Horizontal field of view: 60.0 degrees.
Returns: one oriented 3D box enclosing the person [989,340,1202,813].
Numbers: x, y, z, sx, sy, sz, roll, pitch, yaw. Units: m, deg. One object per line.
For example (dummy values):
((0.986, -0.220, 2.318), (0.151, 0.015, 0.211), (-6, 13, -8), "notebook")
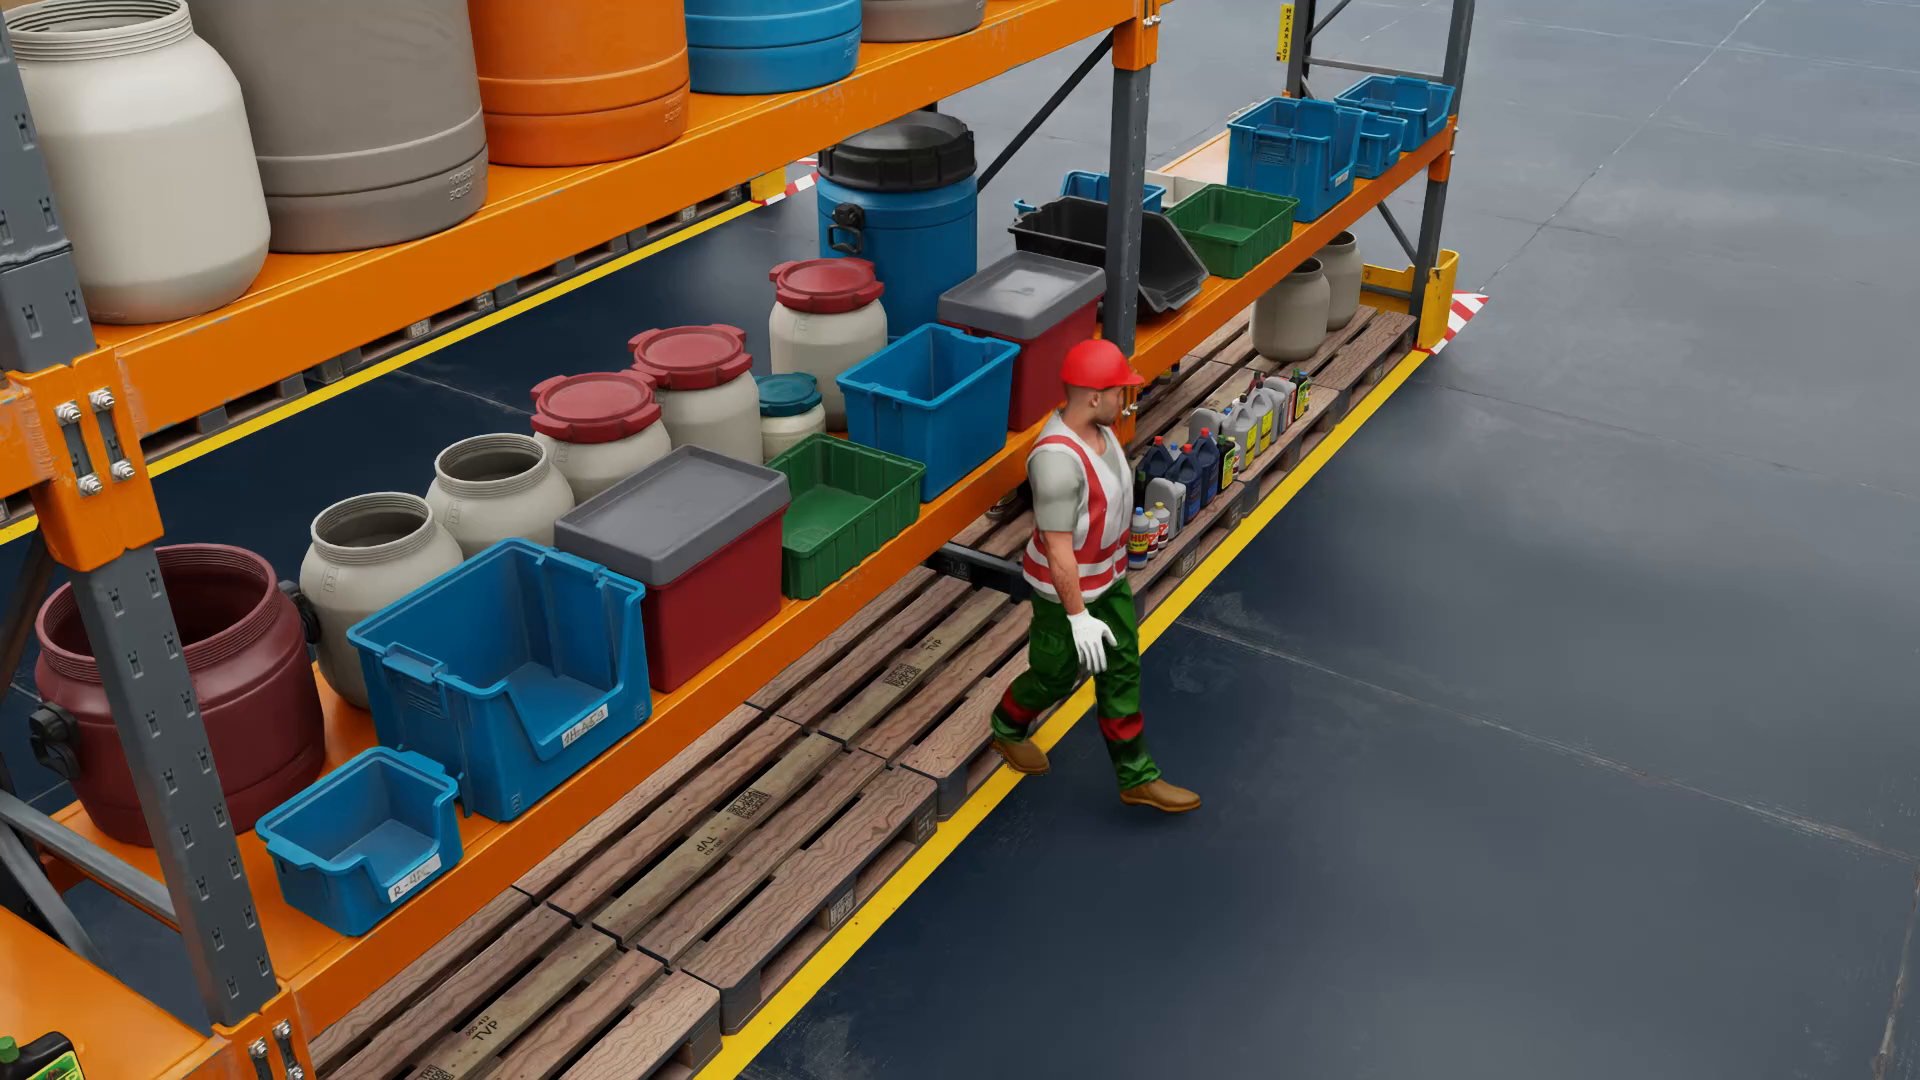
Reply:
((0.463, 0.165, 5.726), (0.842, 1.750, 0.630), (18, 35, 28), "person")
